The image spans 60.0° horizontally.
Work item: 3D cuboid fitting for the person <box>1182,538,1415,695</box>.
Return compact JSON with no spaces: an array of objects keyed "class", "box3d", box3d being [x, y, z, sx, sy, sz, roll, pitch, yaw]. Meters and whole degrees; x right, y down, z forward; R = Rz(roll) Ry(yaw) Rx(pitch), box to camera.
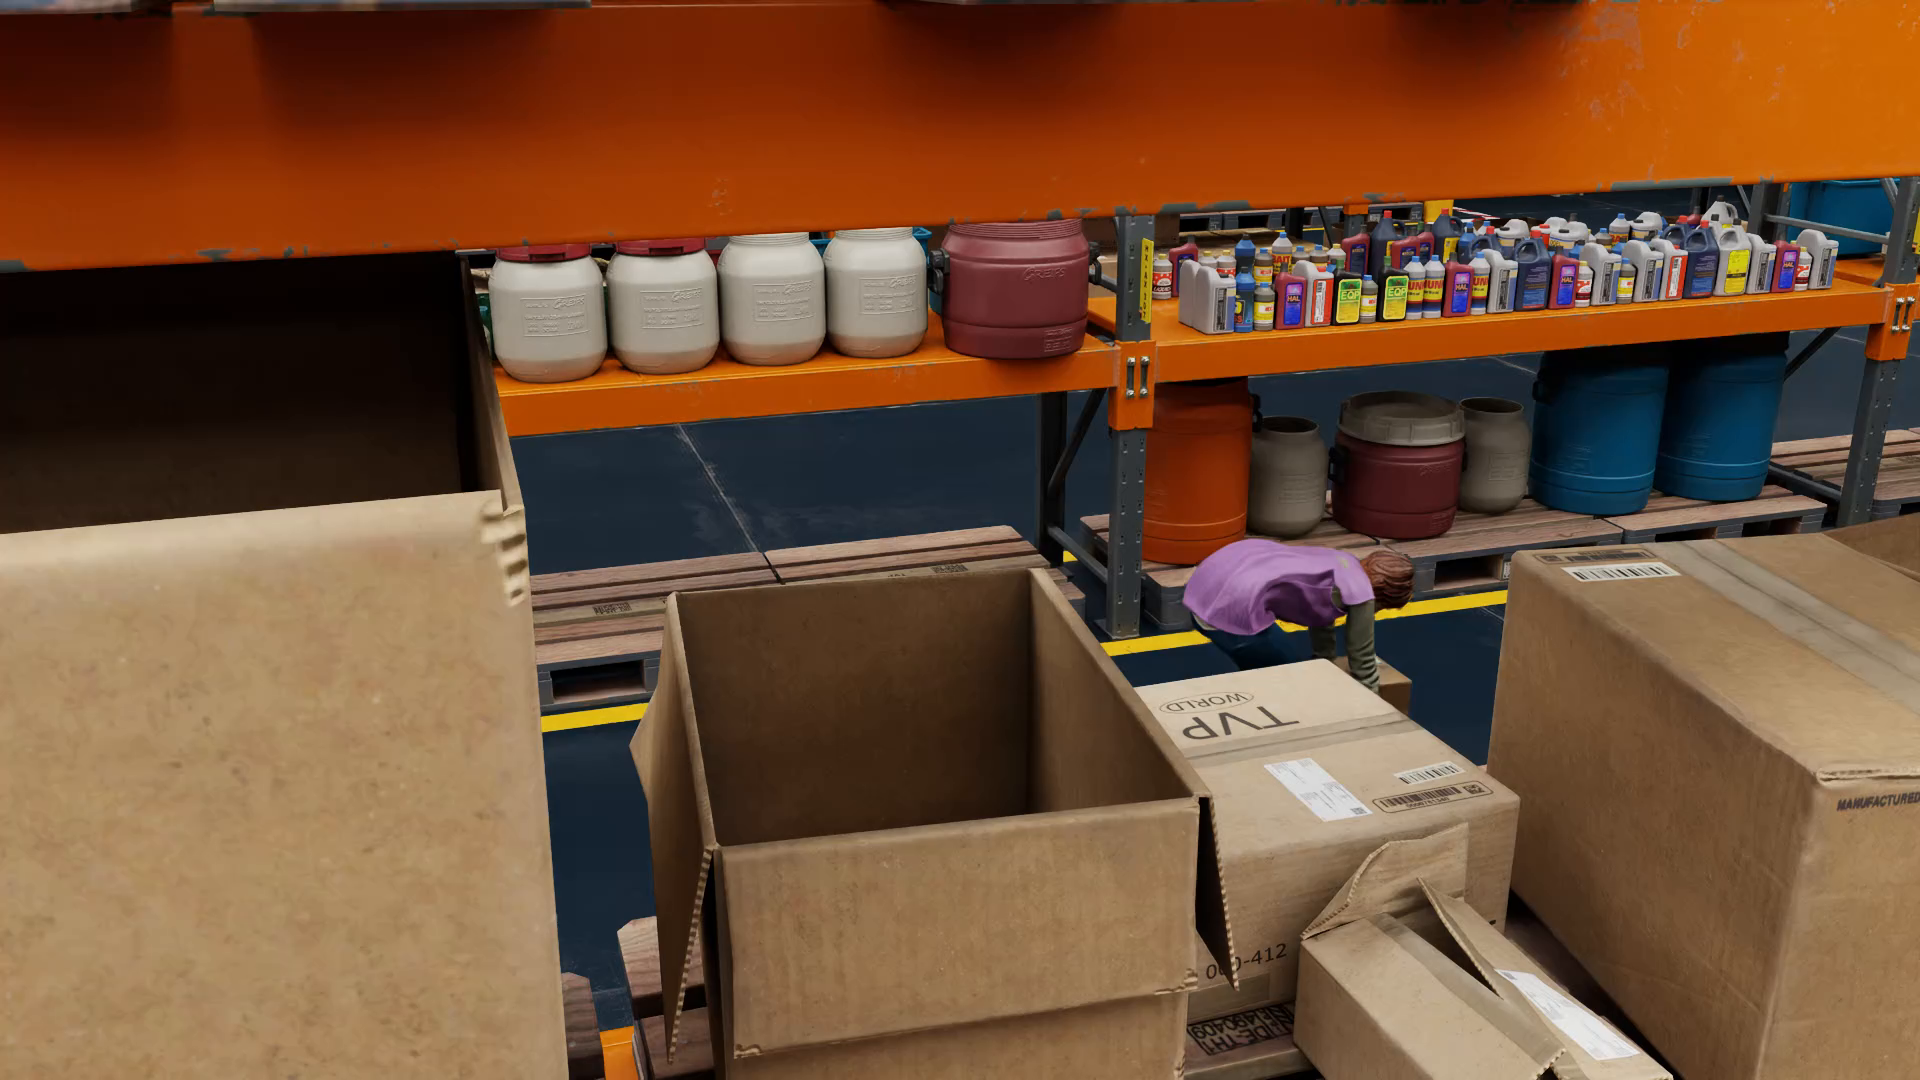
[{"class":"person","box3d":[1.171,0.451,5.751,0.870,0.969,0.406,-7,21,-19]}]
